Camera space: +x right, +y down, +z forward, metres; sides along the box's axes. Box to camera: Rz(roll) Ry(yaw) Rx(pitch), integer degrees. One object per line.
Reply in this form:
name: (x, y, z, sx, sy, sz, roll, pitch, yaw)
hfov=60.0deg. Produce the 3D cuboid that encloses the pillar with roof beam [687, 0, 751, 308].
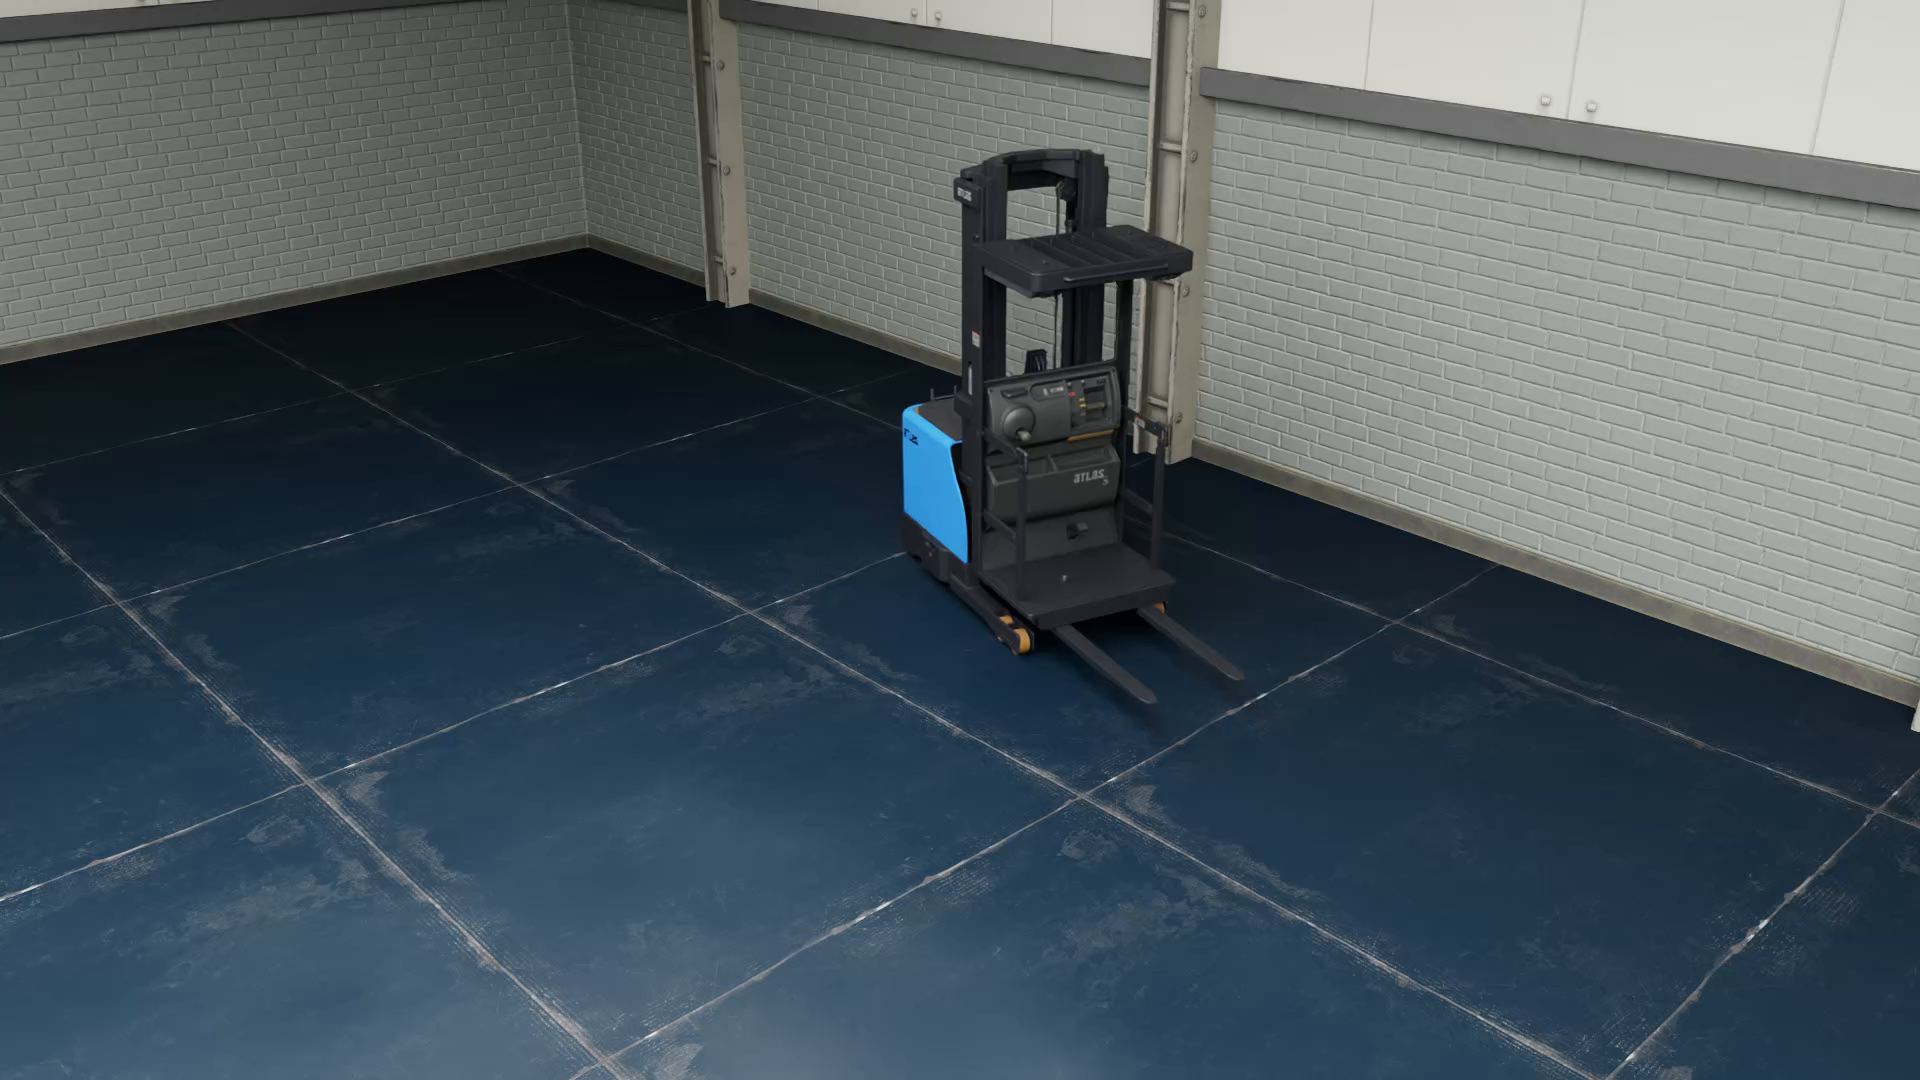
pillar with roof beam: (-5.584, -5.397, 13.035, 9.100, 9.000, 0.400, -21, 32, -38)

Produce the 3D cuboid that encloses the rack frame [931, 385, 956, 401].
rack frame: (-0.116, -0.619, 12.139, 0.200, 1.050, 0.008, -12, 27, -24)

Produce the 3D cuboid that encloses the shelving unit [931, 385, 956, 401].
shelving unit: (-0.062, -0.574, 12.040, 0.215, 1.050, 0.252, -12, 27, -24)

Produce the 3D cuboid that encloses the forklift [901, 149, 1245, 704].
forklift: (0.696, -0.822, 10.318, 1.130, 2.935, 3.031, -12, 27, -24)

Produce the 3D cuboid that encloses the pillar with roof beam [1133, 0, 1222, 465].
pillar with roof beam: (-1.483, -3.579, 9.050, 9.100, 9.000, 0.400, -21, 32, -38)
